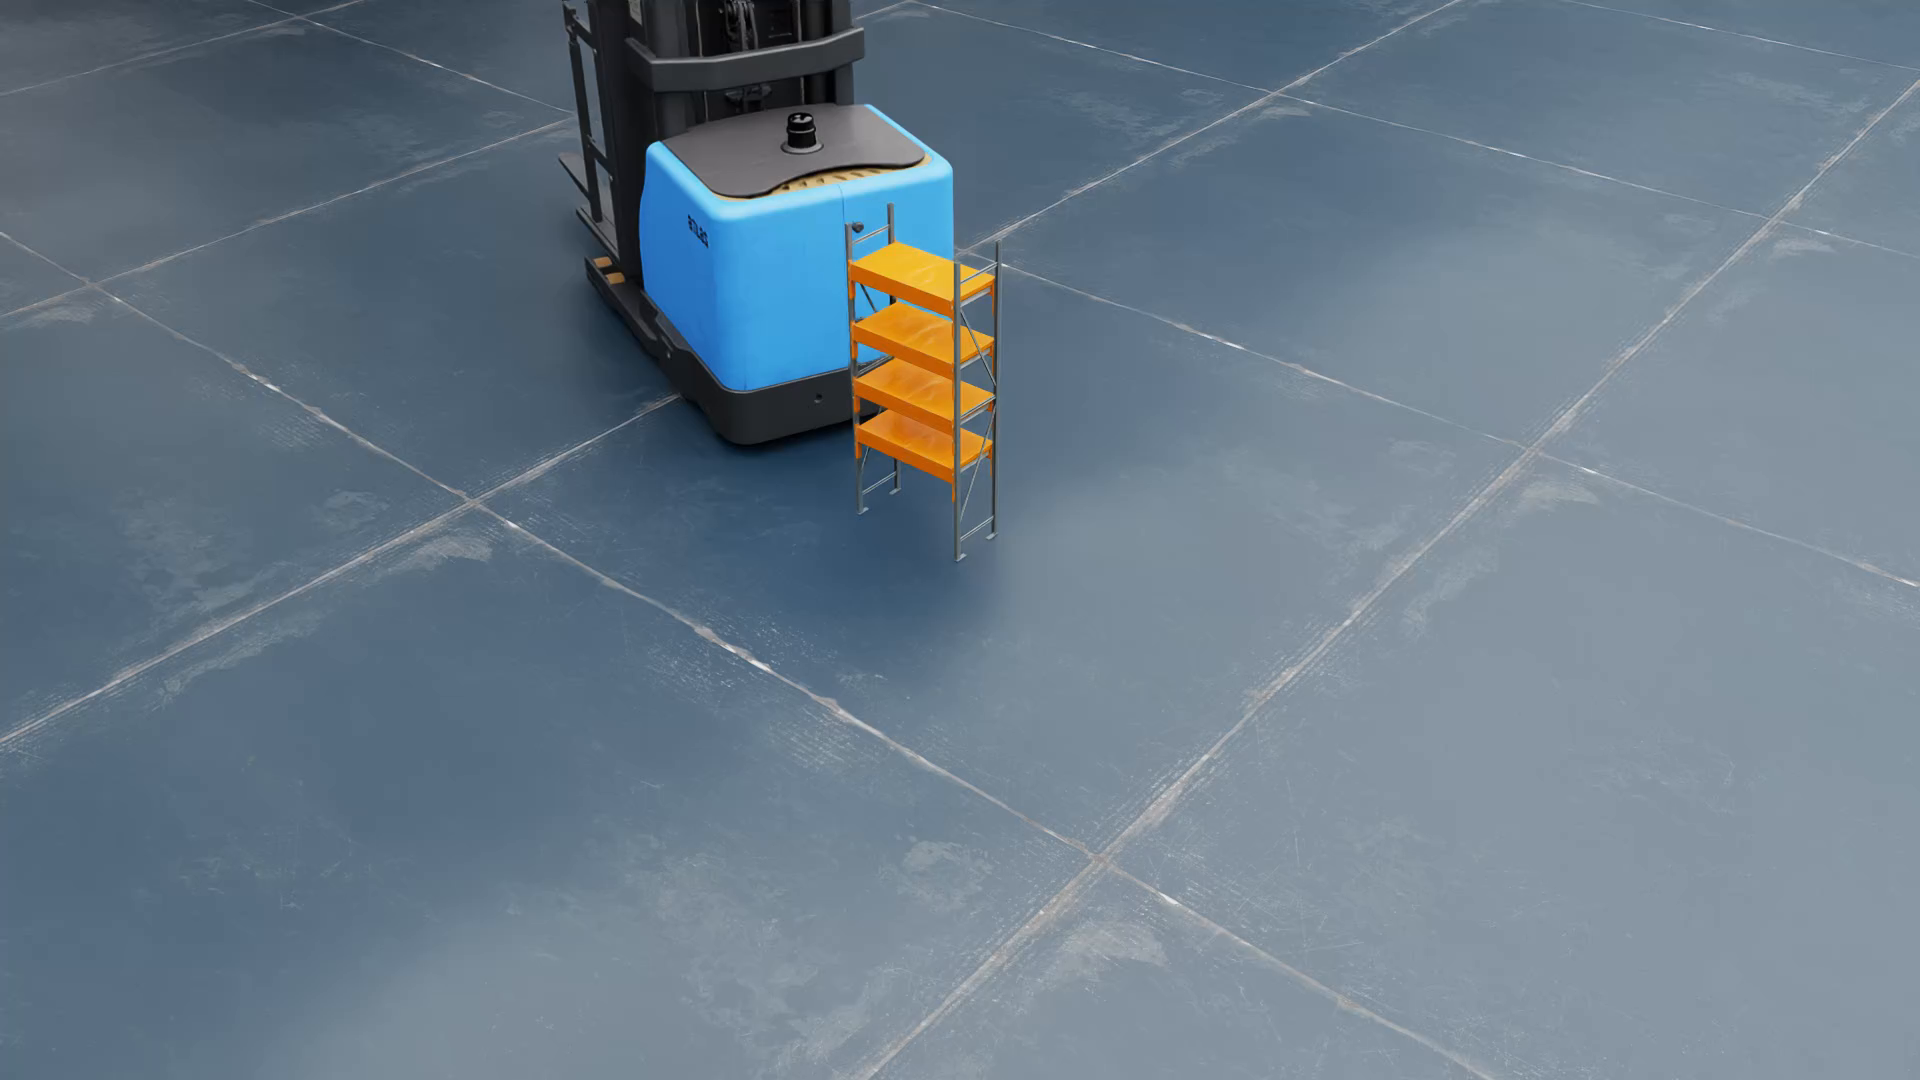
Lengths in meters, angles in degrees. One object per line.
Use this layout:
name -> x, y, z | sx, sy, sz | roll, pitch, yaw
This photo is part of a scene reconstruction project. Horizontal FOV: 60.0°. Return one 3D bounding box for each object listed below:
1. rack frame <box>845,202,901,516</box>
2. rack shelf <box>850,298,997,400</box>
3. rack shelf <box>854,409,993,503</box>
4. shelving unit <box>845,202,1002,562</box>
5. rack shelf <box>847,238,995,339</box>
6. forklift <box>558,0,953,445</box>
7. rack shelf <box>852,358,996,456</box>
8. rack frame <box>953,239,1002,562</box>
rack frame -> -0.315, -0.643, 6.126 | 0.015, 1.200, 0.240 | 25, 42, 32
rack shelf -> -0.127, -0.683, 5.909 | 0.480, 0.148, 0.258 | 25, 42, 32
rack shelf -> -0.127, -0.335, 6.148 | 0.480, 0.148, 0.258 | 25, 42, 32
shelving unit -> -0.127, -0.555, 5.998 | 0.503, 1.200, 0.258 | 25, 42, 32
rack shelf -> -0.127, -0.878, 5.775 | 0.480, 0.148, 0.258 | 25, 42, 32
forklift -> -1.139, -2.408, 7.167 | 1.130, 2.935, 3.031 | -16, 38, -22
rack shelf -> -0.127, -0.499, 6.036 | 0.480, 0.148, 0.258 | 25, 42, 32
rack frame -> 0.060, -0.466, 5.869 | 0.015, 1.200, 0.240 | 25, 42, 32
